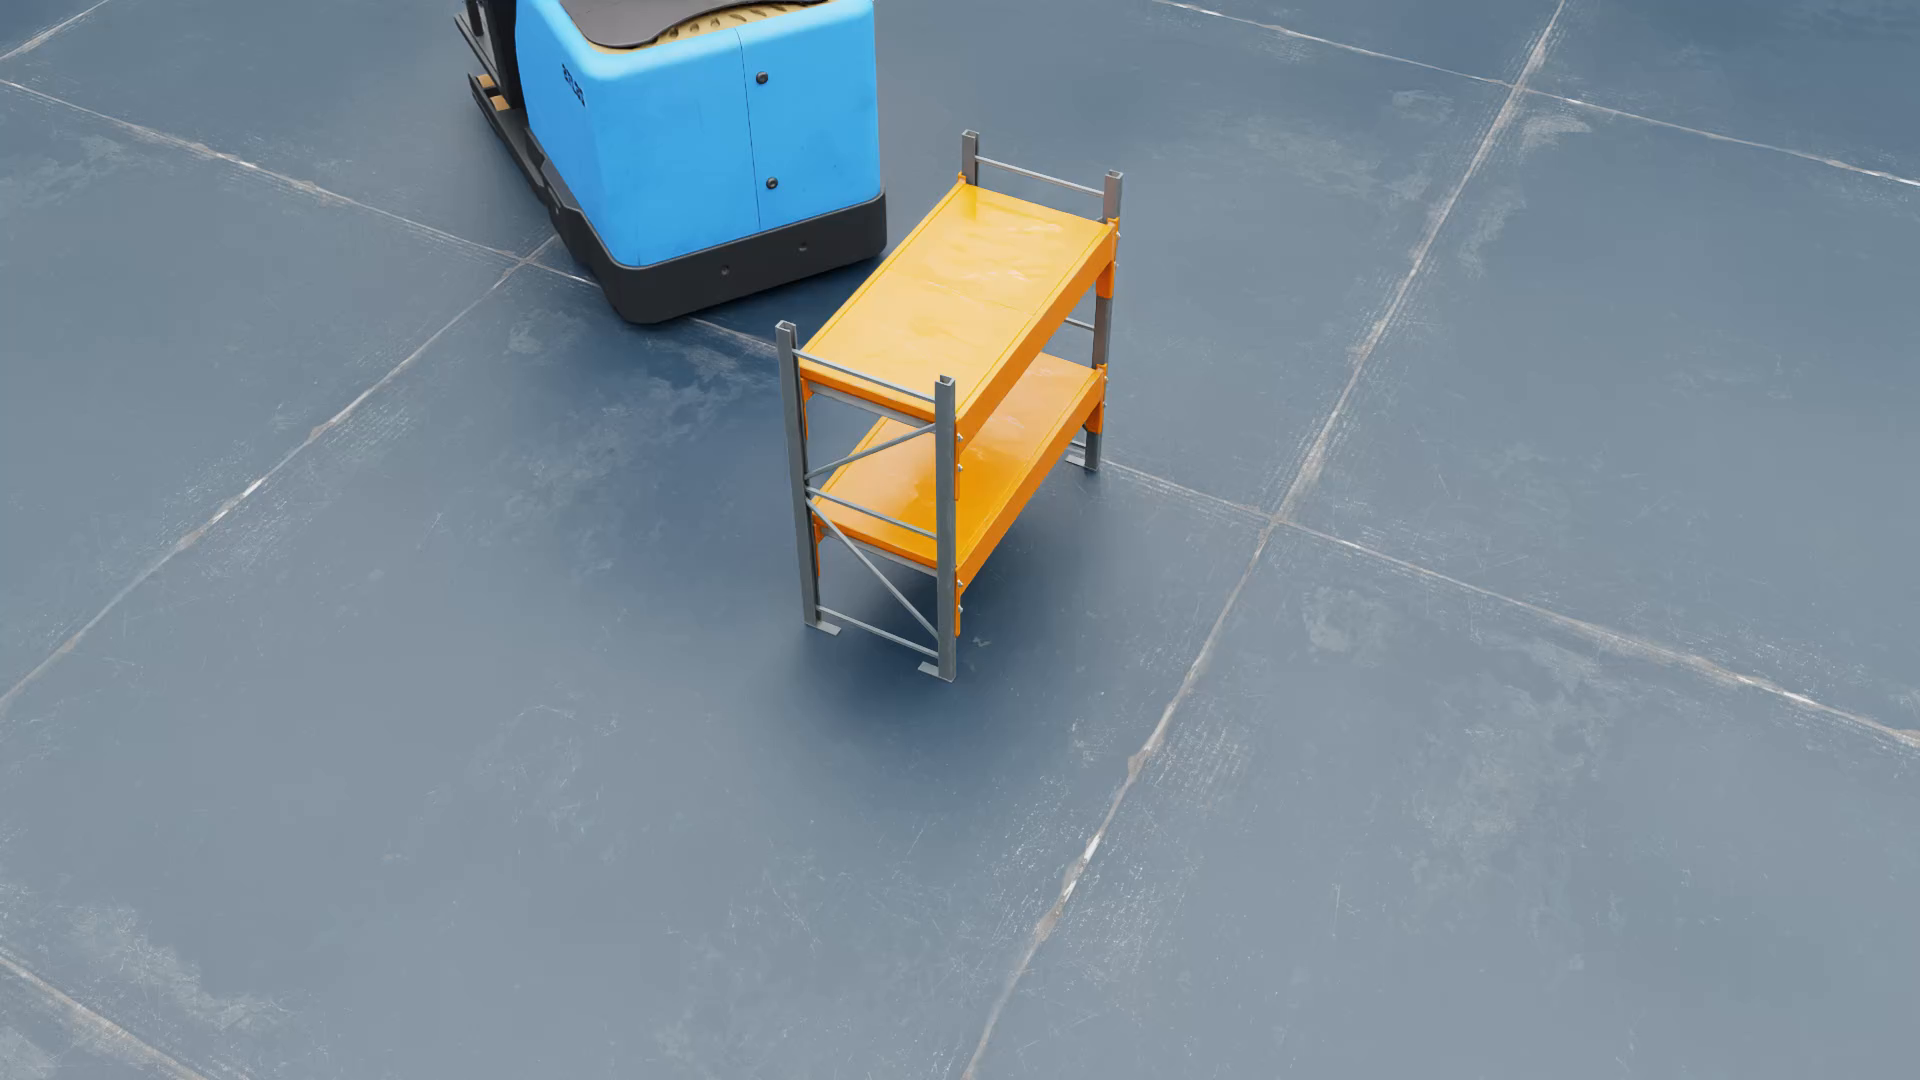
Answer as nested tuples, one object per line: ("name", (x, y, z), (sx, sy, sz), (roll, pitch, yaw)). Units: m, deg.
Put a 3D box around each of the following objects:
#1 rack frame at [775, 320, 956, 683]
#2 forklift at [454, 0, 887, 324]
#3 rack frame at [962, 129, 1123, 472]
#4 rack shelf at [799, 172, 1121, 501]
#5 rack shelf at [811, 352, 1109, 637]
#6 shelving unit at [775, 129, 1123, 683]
("rack frame", (-0.239, -0.071, 4.529), (0.500, 1.125, 0.032), (20, 49, 19))
("forklift", (-1.406, -2.845, 6.001), (1.130, 2.935, 3.031), (-21, 49, -19))
("rack frame", (0.233, -0.711, 5.162), (0.500, 1.125, 0.032), (20, 49, 19))
("rack shelf", (-0.003, -0.597, 4.638), (0.538, 0.278, 1.000), (20, 49, 19))
("rack shelf", (-0.003, -0.219, 5.020), (0.538, 0.278, 1.000), (20, 49, 19))
("shelving unit", (-0.003, -0.391, 4.846), (0.538, 1.125, 1.048), (20, 49, 19))
